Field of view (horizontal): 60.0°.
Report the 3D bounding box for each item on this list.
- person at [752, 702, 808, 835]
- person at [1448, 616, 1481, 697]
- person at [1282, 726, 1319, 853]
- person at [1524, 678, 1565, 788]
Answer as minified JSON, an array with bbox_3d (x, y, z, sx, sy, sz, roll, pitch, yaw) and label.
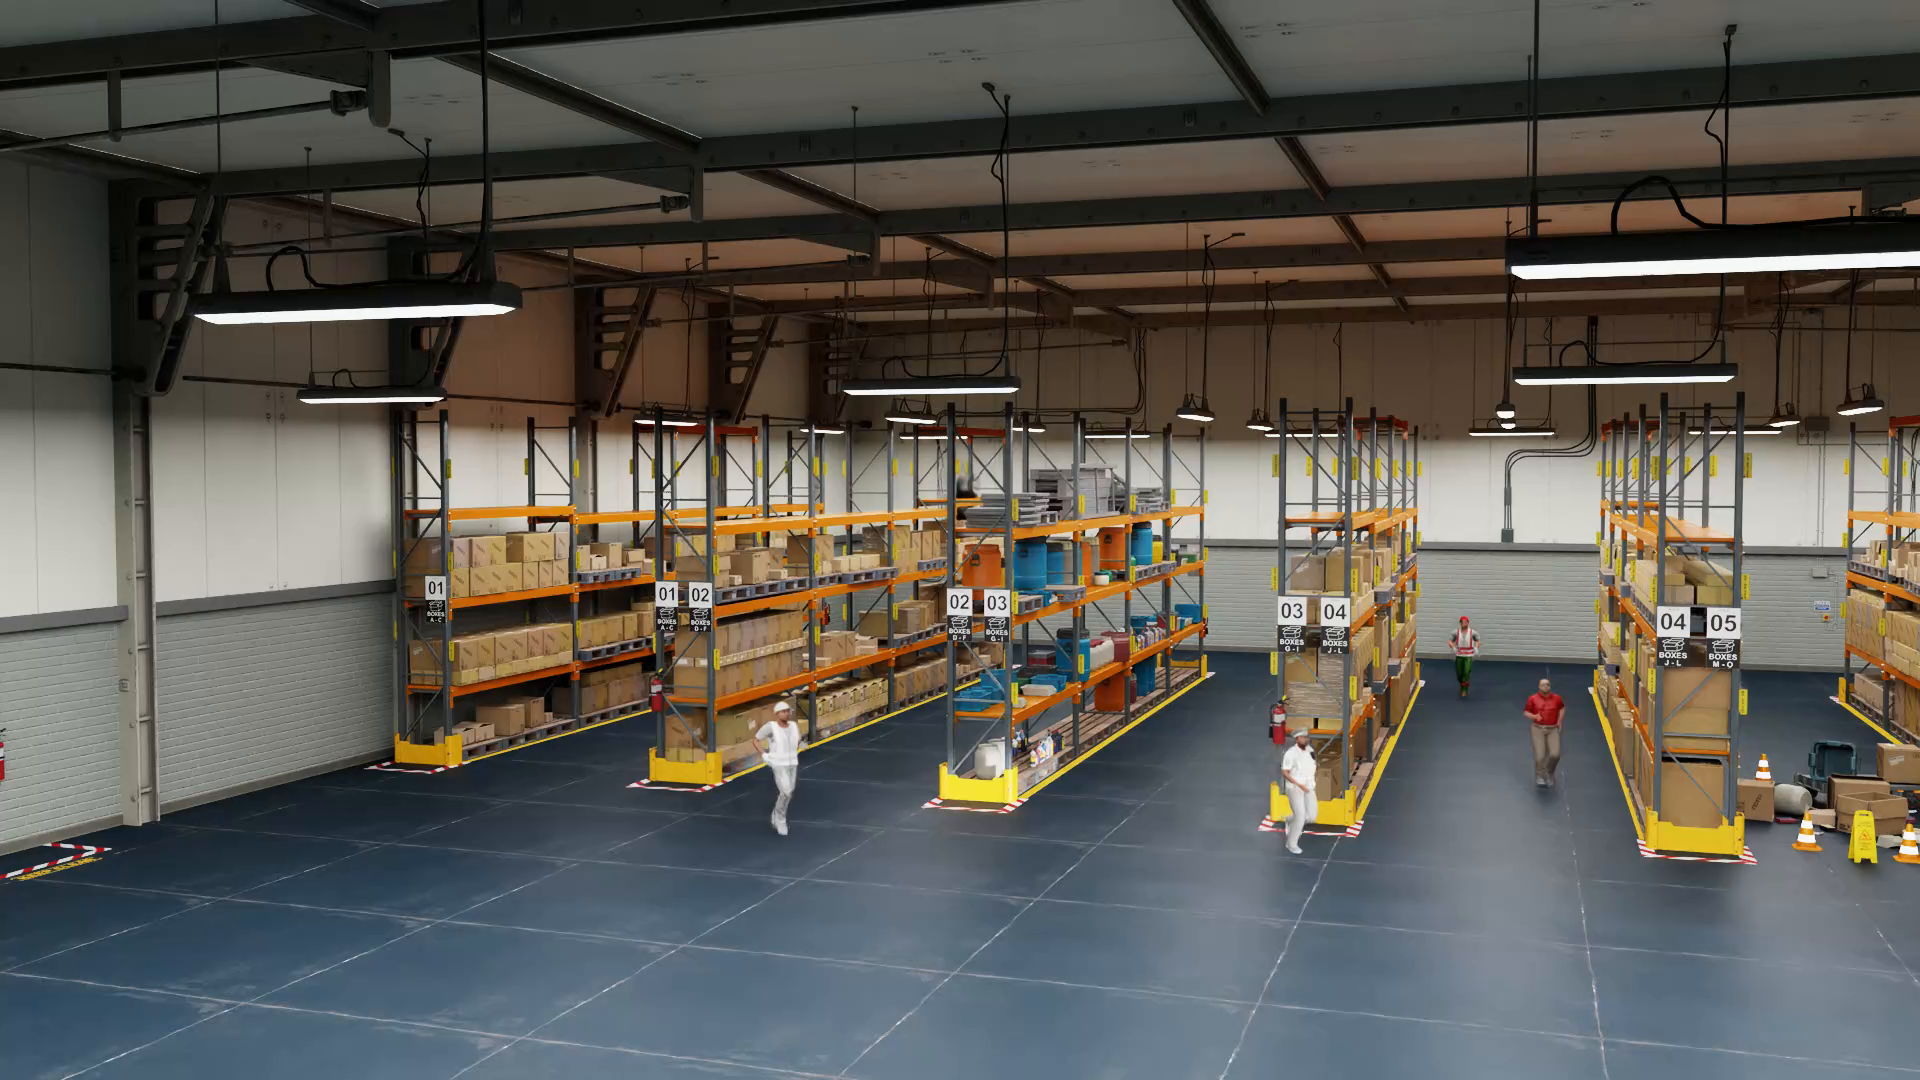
[{"bbox_3d":[-2.408,3.137,22.855,0.657,1.820,0.693,-2,3,-44],"label":"person"},{"bbox_3d":[11.089,2.555,36.575,0.682,1.764,0.737,1,3,22],"label":"person"},{"bbox_3d":[4.460,3.252,21.756,0.604,1.669,0.630,-1,3,-27],"label":"person"},{"bbox_3d":[9.188,3.038,26.064,0.646,1.726,0.639,0,2,11],"label":"person"}]
